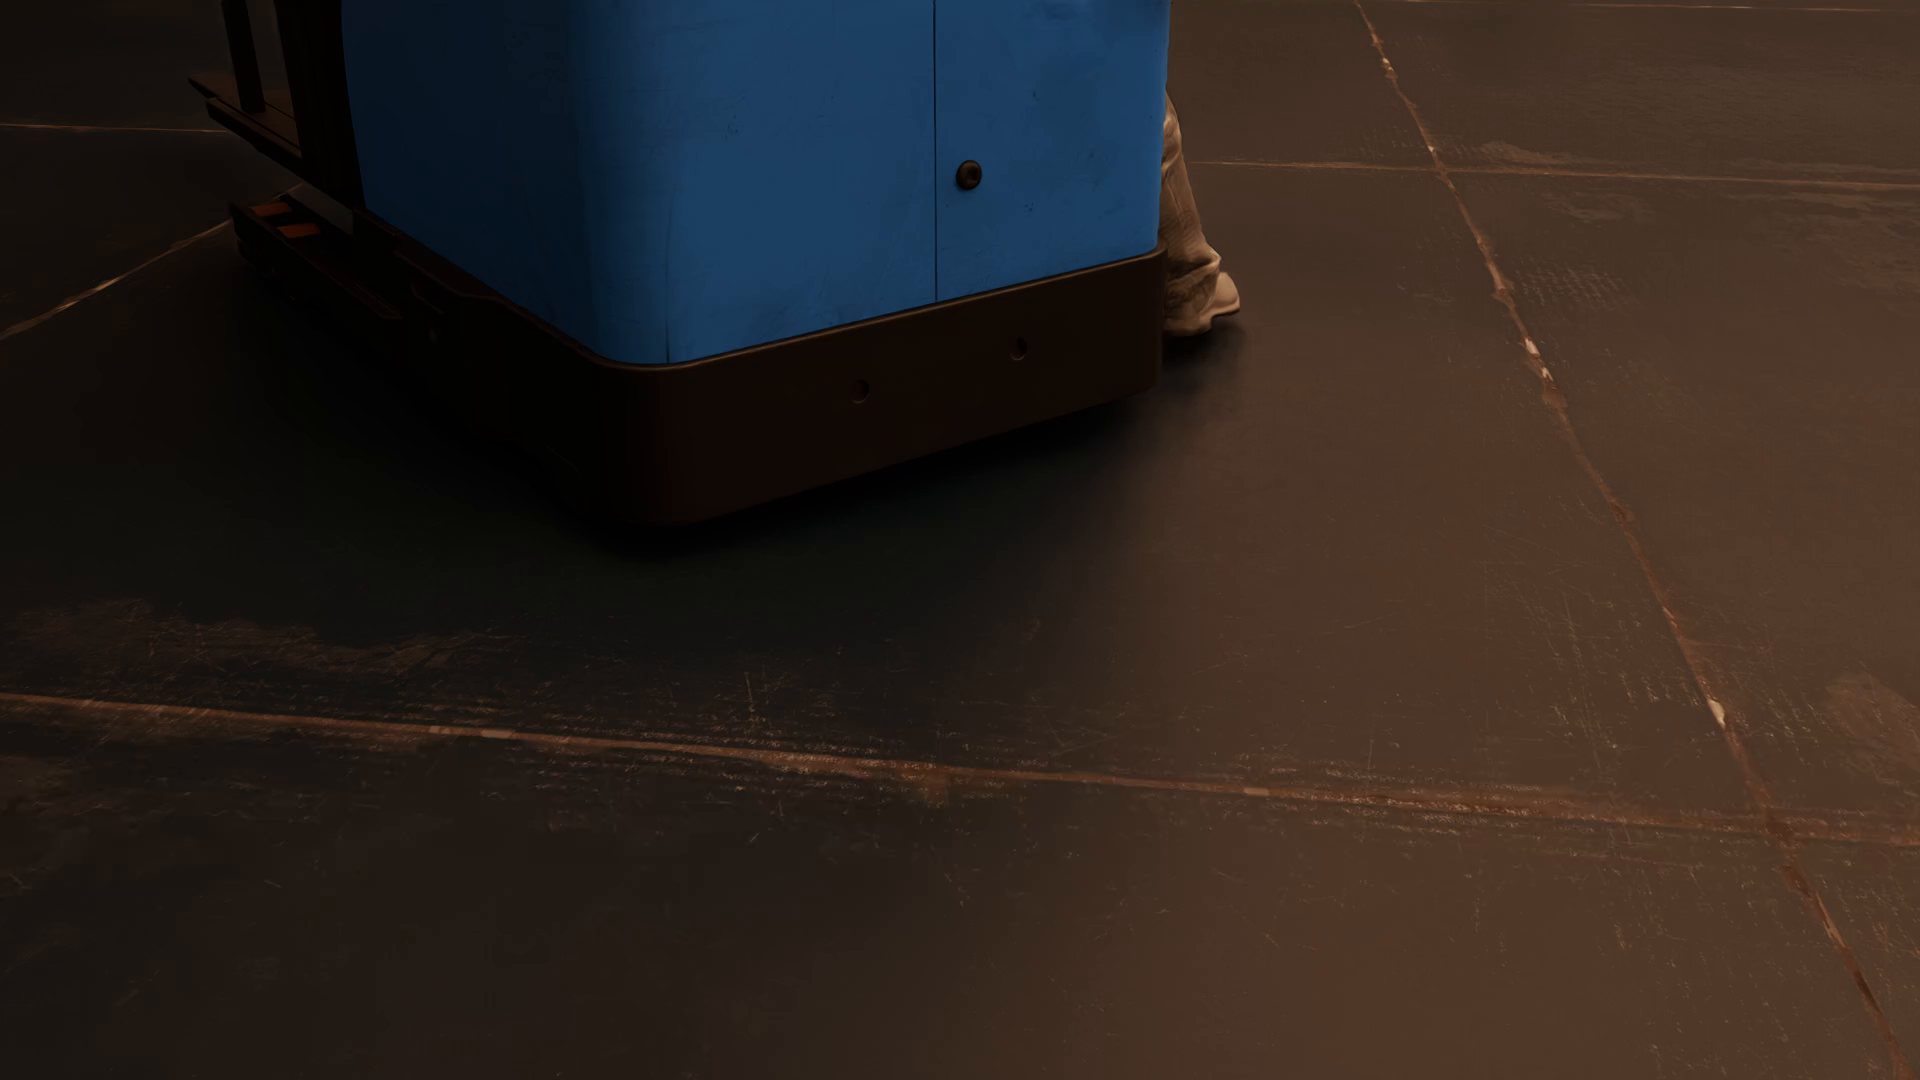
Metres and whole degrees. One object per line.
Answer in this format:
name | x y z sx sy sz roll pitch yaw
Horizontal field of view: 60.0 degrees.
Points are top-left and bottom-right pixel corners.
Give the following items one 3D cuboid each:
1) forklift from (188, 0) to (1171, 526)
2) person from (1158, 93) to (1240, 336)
forklift | -0.932 -1.929 3.083 1.130 2.935 3.031 -18 32 -32
person | 0.091 -1.066 2.801 0.866 1.565 0.930 11 29 21
